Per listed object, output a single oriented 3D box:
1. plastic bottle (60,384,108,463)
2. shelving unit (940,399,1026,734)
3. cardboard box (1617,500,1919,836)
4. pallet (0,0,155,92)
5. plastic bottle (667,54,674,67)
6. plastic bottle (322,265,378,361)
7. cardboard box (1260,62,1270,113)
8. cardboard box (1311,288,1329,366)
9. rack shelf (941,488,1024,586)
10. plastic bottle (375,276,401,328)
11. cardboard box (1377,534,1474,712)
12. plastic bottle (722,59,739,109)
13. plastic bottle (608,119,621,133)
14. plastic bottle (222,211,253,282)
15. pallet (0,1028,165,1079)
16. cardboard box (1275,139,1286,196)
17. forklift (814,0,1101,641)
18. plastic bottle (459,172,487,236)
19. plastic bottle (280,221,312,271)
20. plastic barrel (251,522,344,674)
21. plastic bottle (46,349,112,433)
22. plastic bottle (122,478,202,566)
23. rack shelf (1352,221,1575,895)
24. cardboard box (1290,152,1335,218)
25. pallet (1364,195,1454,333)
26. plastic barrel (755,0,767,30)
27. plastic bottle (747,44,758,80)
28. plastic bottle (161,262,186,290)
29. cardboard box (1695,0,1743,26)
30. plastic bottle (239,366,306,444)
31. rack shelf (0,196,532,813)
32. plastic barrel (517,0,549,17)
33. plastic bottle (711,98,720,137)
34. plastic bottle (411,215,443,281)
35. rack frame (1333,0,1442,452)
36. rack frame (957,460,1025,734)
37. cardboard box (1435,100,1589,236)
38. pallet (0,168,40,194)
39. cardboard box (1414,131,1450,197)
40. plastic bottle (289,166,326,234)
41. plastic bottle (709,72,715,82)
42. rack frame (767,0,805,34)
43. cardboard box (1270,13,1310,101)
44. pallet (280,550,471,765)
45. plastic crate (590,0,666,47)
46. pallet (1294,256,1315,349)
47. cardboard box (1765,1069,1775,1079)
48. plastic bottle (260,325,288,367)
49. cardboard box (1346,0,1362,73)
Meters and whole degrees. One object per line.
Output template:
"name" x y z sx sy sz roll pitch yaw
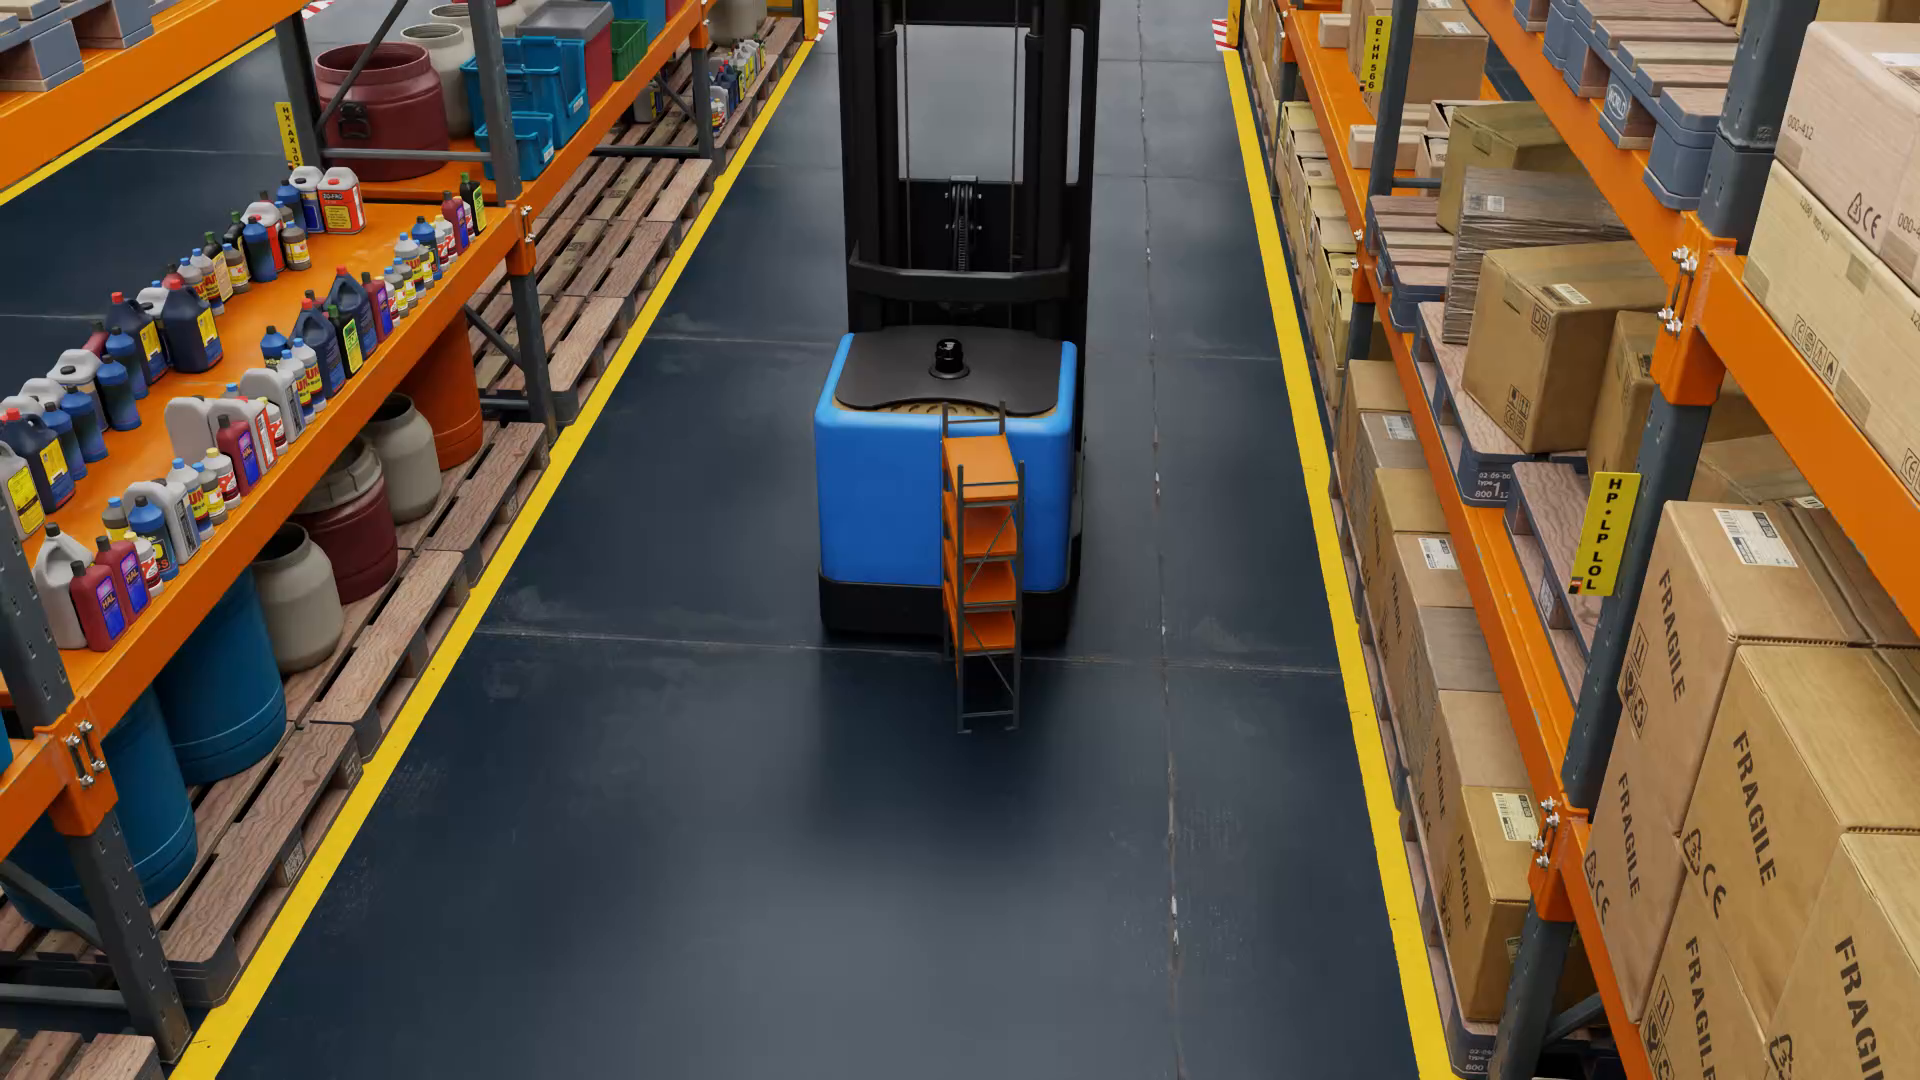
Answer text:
"plastic bottle" -2.993 -0.404 5.670 0.097 0.271 0.097 0 32 0
"shelving unit" 0.081 0.112 6.425 0.258 1.200 0.503 -4 32 -6
"cardboard box" 1.707 0.270 3.404 0.500 0.500 0.500 3 32 5
"pallet" -2.944 -1.320 4.354 1.213 0.211 1.003 2 32 4
"plastic bottle" -2.400 -3.992 13.616 0.097 0.201 0.097 0 32 0
"plastic bottle" -2.340 -0.871 6.352 0.144 0.351 0.185 2 32 4
"cardboard box" 2.574 -3.462 12.730 0.500 0.250 0.500 2 32 4
"cardboard box" 2.190 -1.151 8.979 0.500 0.250 0.500 2 32 3
"rack shelf" 0.081 -0.022 6.343 0.258 0.148 0.480 -4 32 -6
"plastic bottle" -2.294 -0.950 6.622 0.097 0.201 0.097 0 32 0
"cardboard box" 1.910 0.324 6.328 0.500 0.500 0.500 1 32 2
"plastic bottle" -1.764 -3.456 12.604 0.144 0.351 0.185 1 32 2
"plastic bottle" -2.540 -3.092 12.156 0.097 0.201 0.097 0 32 0
"plastic bottle" -3.036 -1.229 6.997 0.061 0.283 0.133 2 32 4
"pallet" -2.932 1.864 4.525 1.003 0.211 1.213 2 32 4
"cardboard box" 2.398 -2.487 11.147 0.500 0.250 0.500 2 32 3
"forklift" 0.057 -1.577 7.515 1.130 2.935 3.031 3 32 4
"plastic bottle" -2.192 -1.522 7.472 0.061 0.283 0.133 2 32 4
"plastic bottle" -2.854 -1.267 7.136 0.097 0.201 0.097 0 32 0
"plastic barrel" -2.656 0.225 6.496 0.421 0.512 0.421 0 32 0
"plastic bottle" -3.100 -0.523 5.858 0.152 0.276 0.135 2 32 4
"plastic bottle" -2.463 -0.074 5.129 0.152 0.276 0.135 2 32 4
"rack shelf" 2.189 -0.236 5.959 1.077 0.370 4.000 2 32 4
"cardboard box" 2.309 -2.189 10.128 0.500 0.311 0.500 1 32 2
"pallet" 2.367 -1.149 6.938 1.213 0.211 1.003 2 32 4
"plastic barrel" -1.911 -4.757 14.581 0.421 0.512 0.421 0 32 0
"plastic bottle" -1.705 -3.830 13.283 0.152 0.276 0.135 2 32 3
"plastic bottle" -3.082 -0.937 6.522 0.061 0.283 0.133 2 32 4
"cardboard box" 2.172 -1.648 4.115 0.600 0.600 0.600 2 32 3
"plastic bottle" -2.399 -0.488 5.801 0.152 0.276 0.135 2 32 4
"rack shelf" -2.748 -0.449 6.306 1.077 0.370 4.000 2 32 4
"plastic barrel" -2.615 -3.076 9.753 0.433 0.535 0.433 0 32 0
"plastic bottle" -1.796 -3.067 12.048 0.097 0.271 0.097 0 32 0
"plastic bottle" -2.255 -1.235 7.017 0.097 0.271 0.097 0 32 0
"rack frame" 2.352 -1.588 7.467 1.000 3.000 0.127 2 32 4
"rack frame" 0.110 0.239 6.219 0.240 1.200 0.015 -4 32 -6
"cardboard box" 2.413 -1.475 6.789 0.700 0.500 0.500 -8 33 -13
"pallet" -7.257 -2.510 11.622 1.003 0.211 1.213 2 32 4
"cardboard box" 2.425 -1.738 7.796 0.500 0.311 0.500 4 32 7
"plastic bottle" -2.942 -1.536 7.502 0.152 0.276 0.135 2 32 4
"plastic bottle" -1.888 -3.404 12.596 0.097 0.271 0.097 0 32 0
"rack frame" -1.933 -5.984 14.602 1.000 3.000 0.127 2 32 4
"cardboard box" 2.550 -3.520 12.108 0.500 0.500 0.500 2 32 4
"pallet" -2.709 0.436 6.841 1.003 0.211 1.213 2 32 4
"plastic crate" -2.039 -3.296 10.254 0.392 0.384 0.575 2 32 4
"pallet" 2.560 -1.466 9.927 1.003 0.211 1.213 2 32 4
"cardboard box" 1.632 1.246 2.774 0.500 0.500 0.500 2 32 4
"plastic bottle" -2.490 -0.654 6.074 0.097 0.271 0.097 0 32 0
"cardboard box" 2.556 -3.046 9.738 0.500 0.500 0.500 5 32 8
